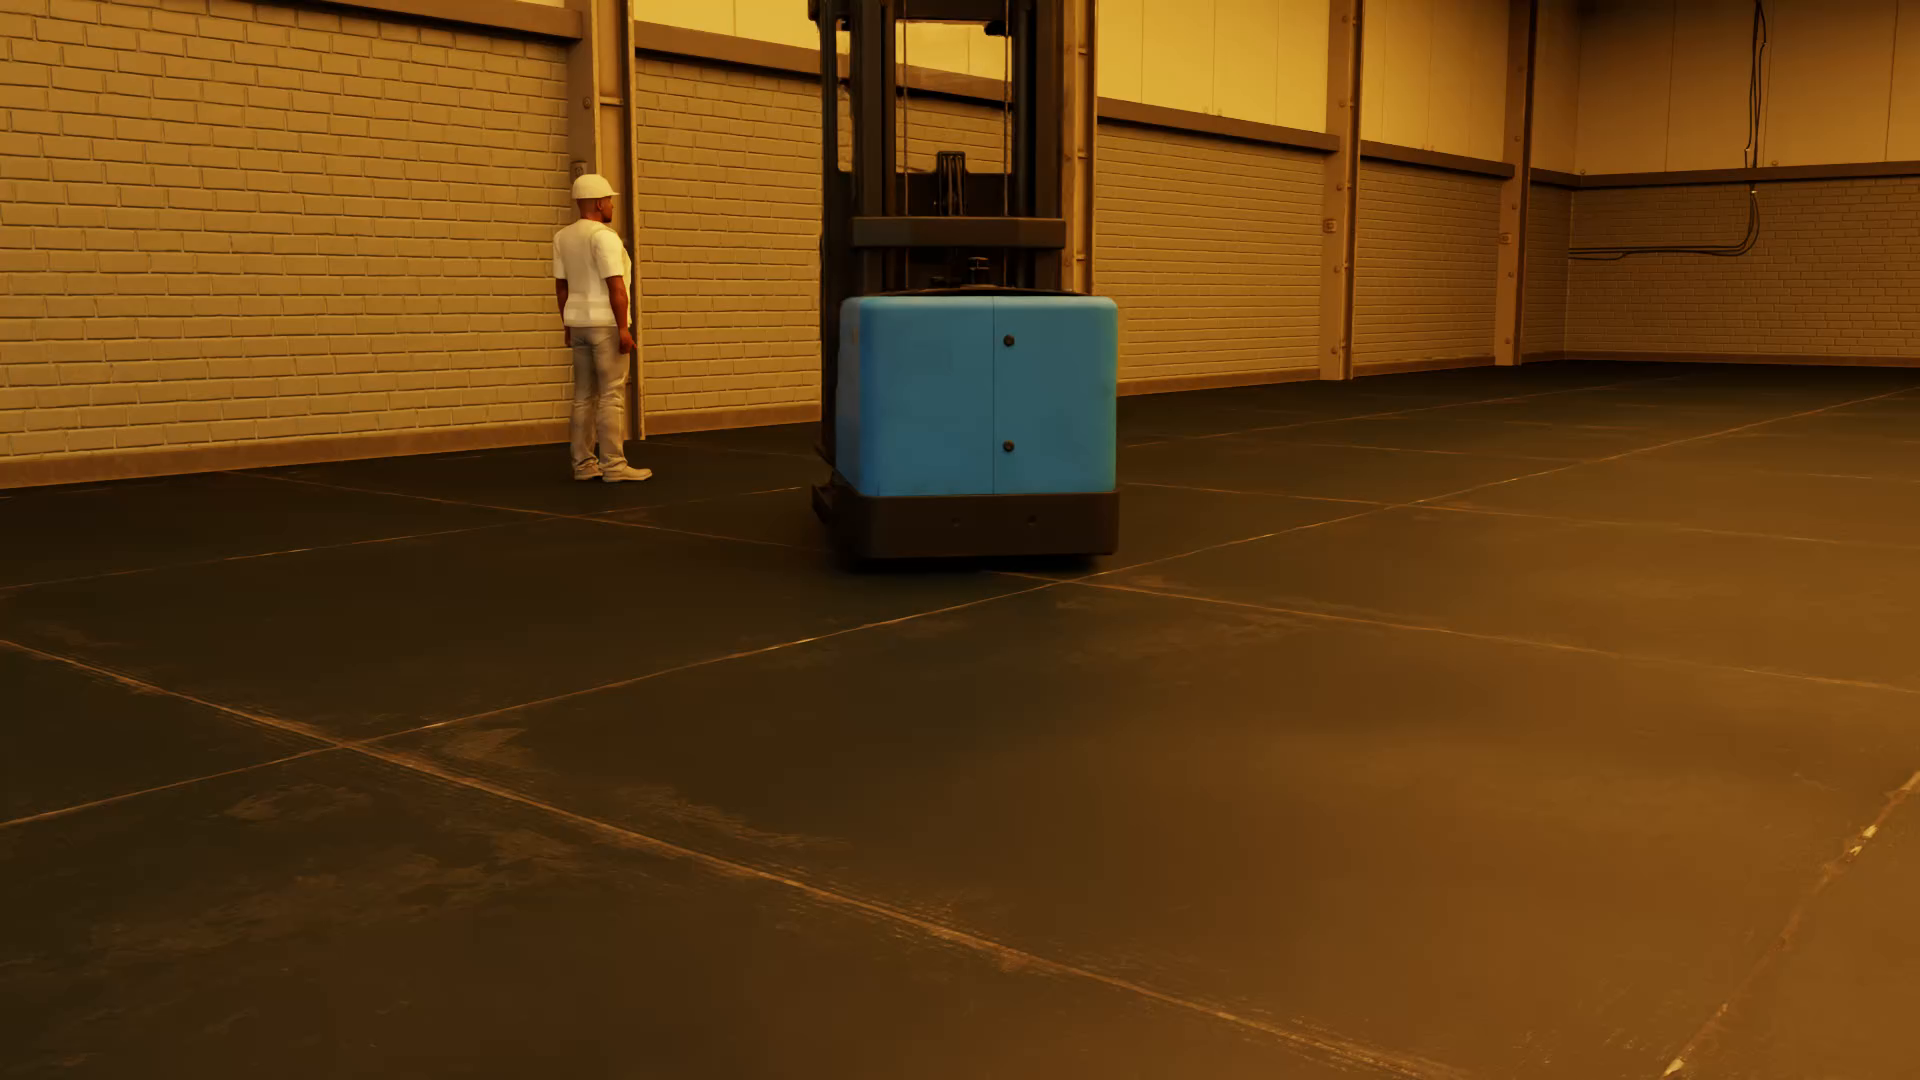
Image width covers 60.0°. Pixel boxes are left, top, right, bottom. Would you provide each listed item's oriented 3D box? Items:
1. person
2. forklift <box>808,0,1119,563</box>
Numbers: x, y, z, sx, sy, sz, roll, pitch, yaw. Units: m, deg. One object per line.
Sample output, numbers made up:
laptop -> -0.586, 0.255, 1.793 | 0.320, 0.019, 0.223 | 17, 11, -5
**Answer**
person -> -2.101, -1.232, 9.719 | 0.564, 1.771, 0.370 | 7, 11, 39
forklift -> -0.120, -1.533, 7.758 | 1.130, 2.935, 3.031 | -1, 8, -9
